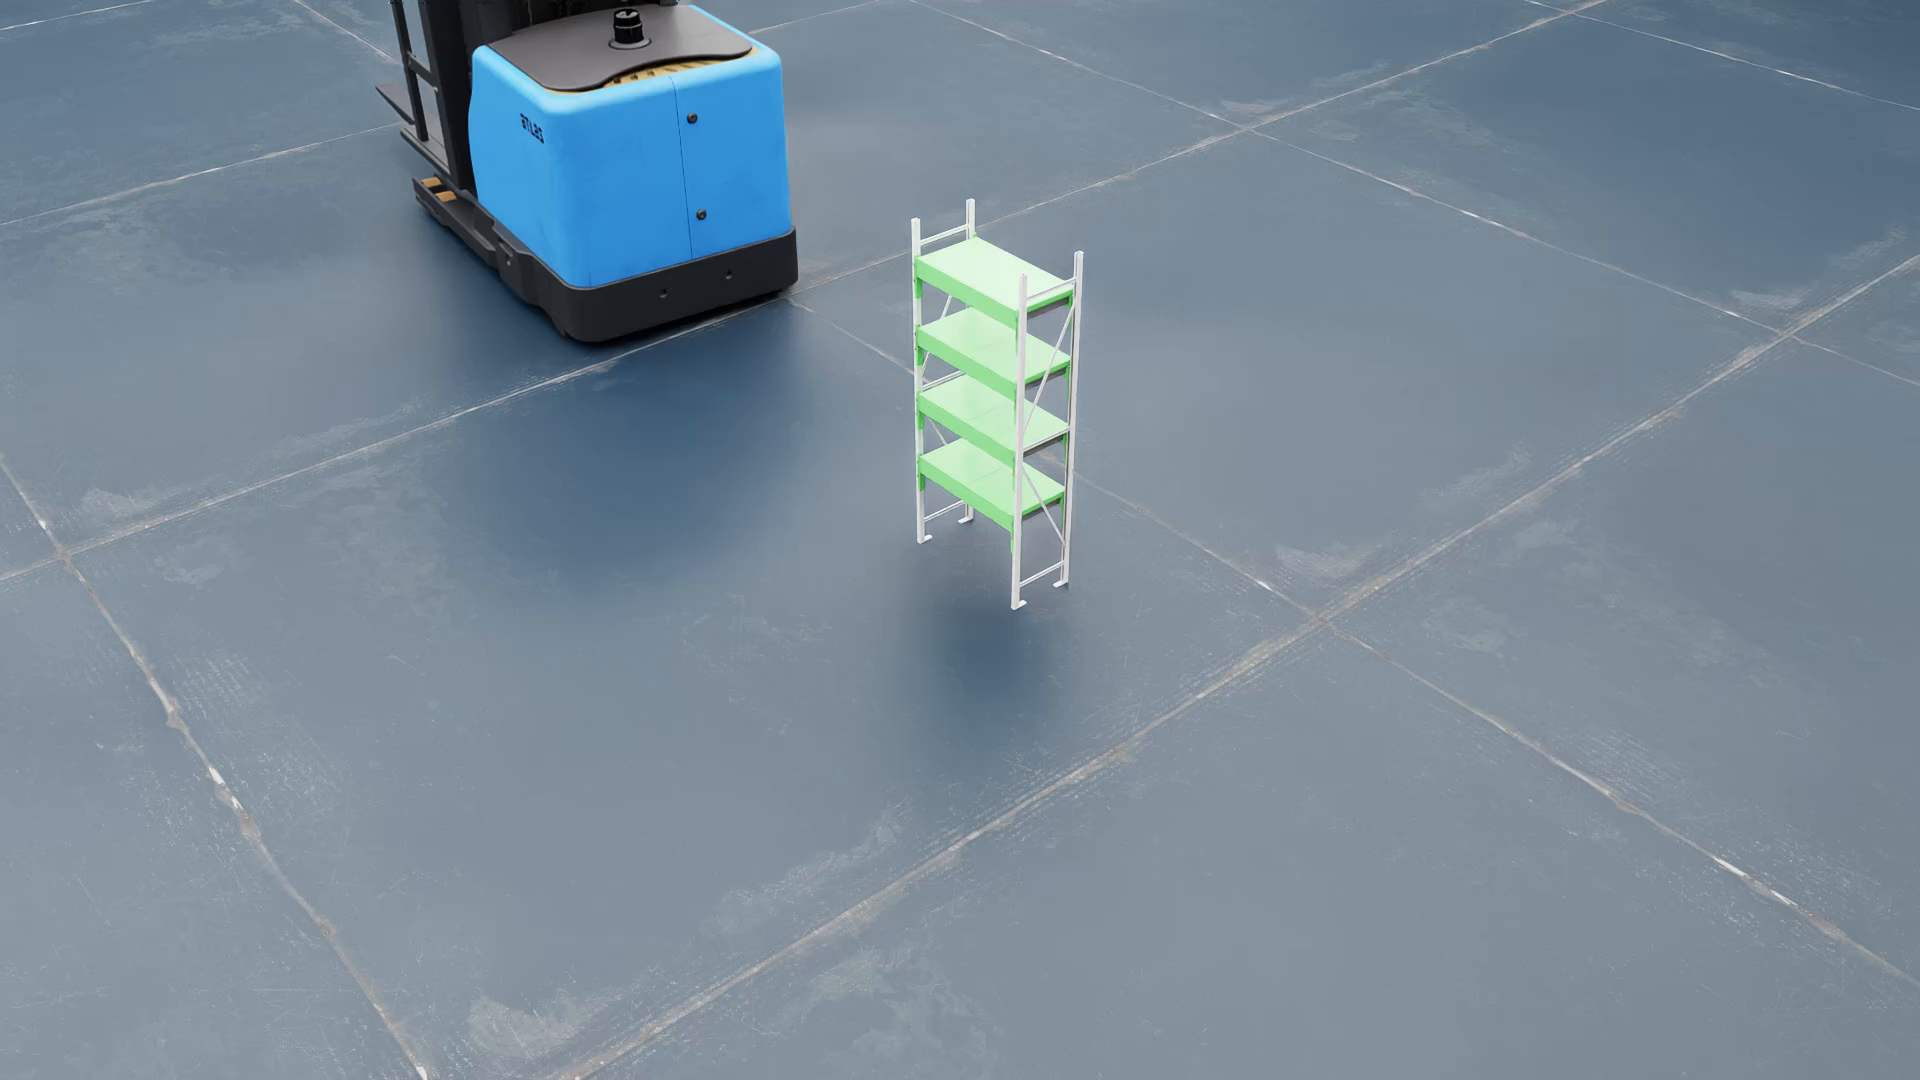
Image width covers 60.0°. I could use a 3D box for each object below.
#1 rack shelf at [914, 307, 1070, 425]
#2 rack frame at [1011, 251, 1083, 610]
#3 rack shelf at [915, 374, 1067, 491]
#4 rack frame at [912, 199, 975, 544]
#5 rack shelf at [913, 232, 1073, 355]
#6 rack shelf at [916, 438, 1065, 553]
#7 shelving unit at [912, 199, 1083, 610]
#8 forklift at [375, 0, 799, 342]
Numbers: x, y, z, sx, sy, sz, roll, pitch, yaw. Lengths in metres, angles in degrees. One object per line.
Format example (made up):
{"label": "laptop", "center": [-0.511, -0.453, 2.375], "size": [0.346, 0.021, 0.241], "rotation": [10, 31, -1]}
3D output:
{"label": "rack shelf", "center": [0.107, -0.560, 5.198], "size": [0.258, 0.148, 0.480], "rotation": [-26, 43, -32]}
{"label": "rack frame", "center": [0.264, -0.309, 5.148], "size": [0.240, 1.200, 0.015], "rotation": [-26, 43, -32]}
{"label": "rack shelf", "center": [0.107, -0.364, 5.337], "size": [0.258, 0.148, 0.480], "rotation": [-26, 43, -32]}
{"label": "rack frame", "center": [-0.051, -0.524, 5.452], "size": [0.240, 1.200, 0.015], "rotation": [-26, 43, -32]}
{"label": "rack shelf", "center": [0.107, -0.756, 5.060], "size": [0.258, 0.148, 0.480], "rotation": [-26, 43, -32]}
{"label": "rack shelf", "center": [0.107, -0.169, 5.476], "size": [0.258, 0.148, 0.480], "rotation": [-26, 43, -32]}
{"label": "shelving unit", "center": [0.107, -0.417, 5.300], "size": [0.258, 1.200, 0.503], "rotation": [-26, 43, -32]}
{"label": "forklift", "center": [-1.950, -2.810, 7.181], "size": [1.130, 2.935, 3.031], "rotation": [-22, 41, -27]}
